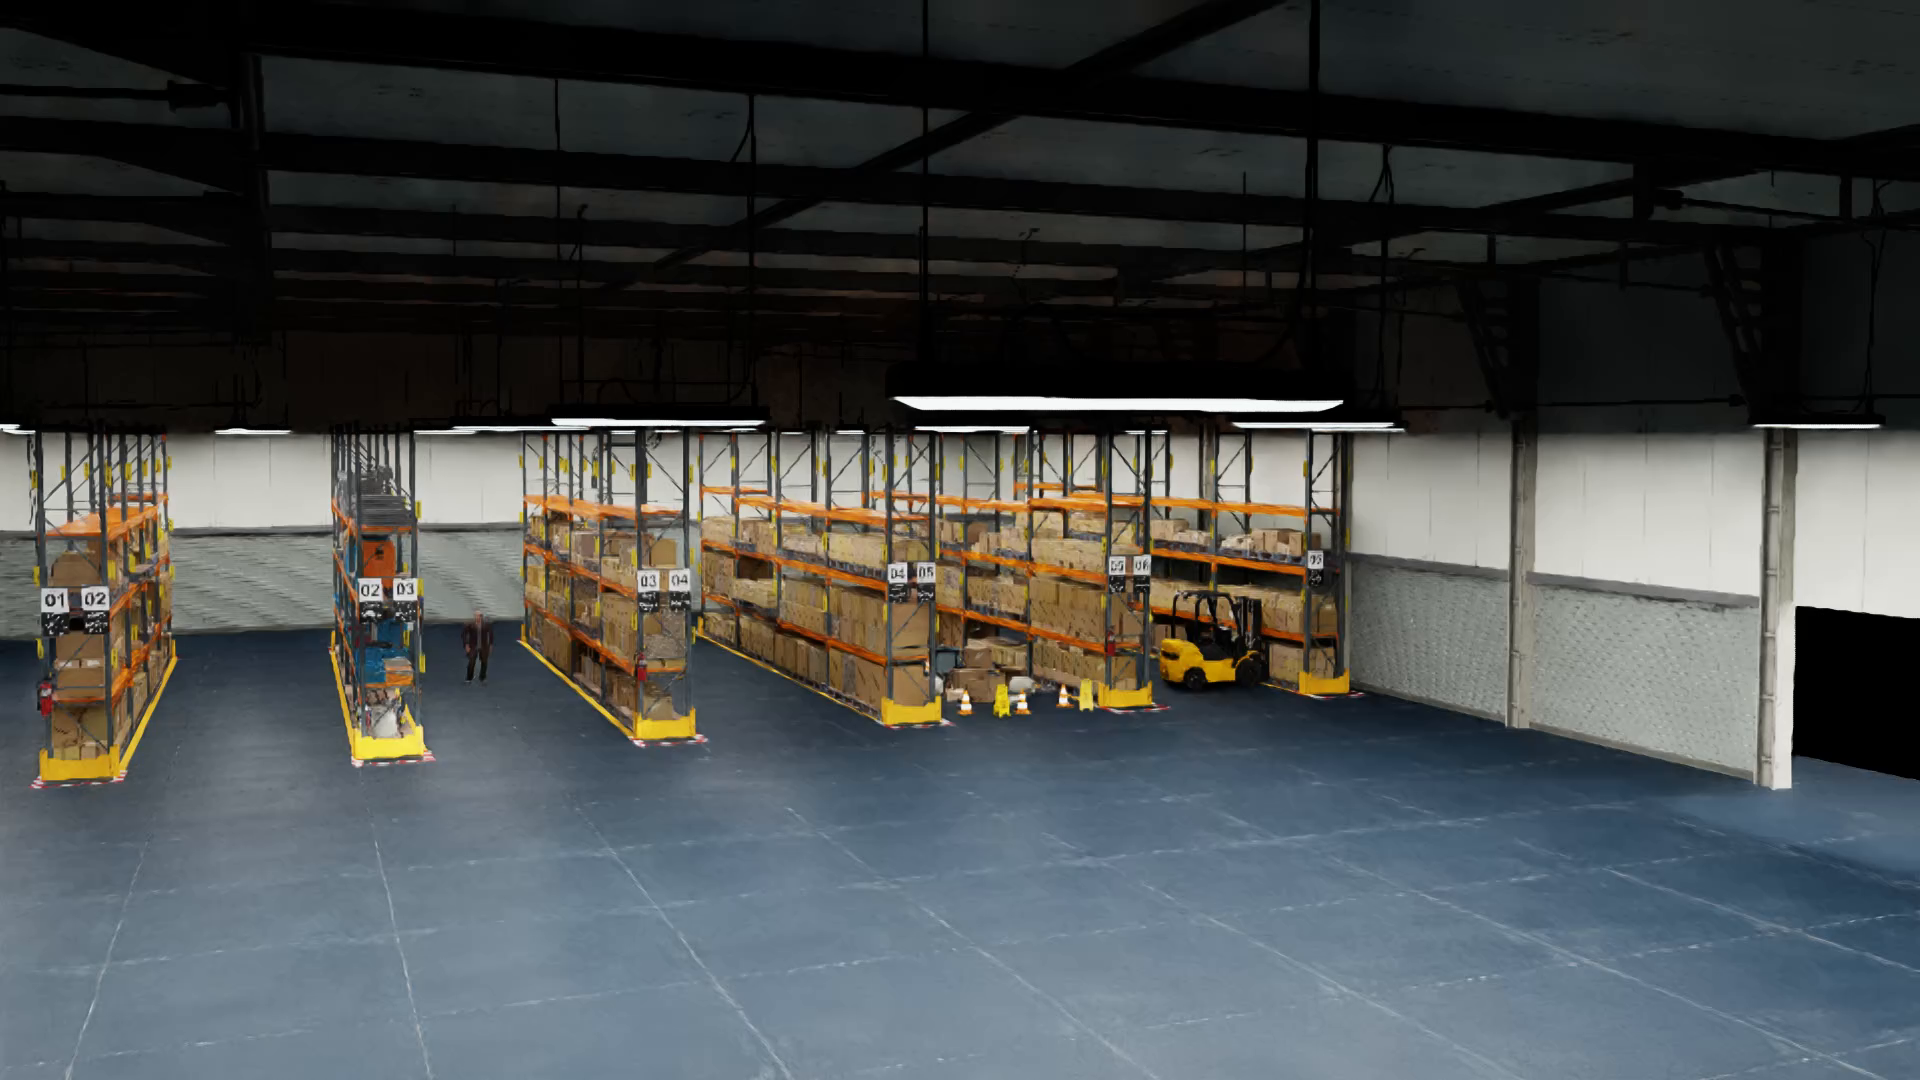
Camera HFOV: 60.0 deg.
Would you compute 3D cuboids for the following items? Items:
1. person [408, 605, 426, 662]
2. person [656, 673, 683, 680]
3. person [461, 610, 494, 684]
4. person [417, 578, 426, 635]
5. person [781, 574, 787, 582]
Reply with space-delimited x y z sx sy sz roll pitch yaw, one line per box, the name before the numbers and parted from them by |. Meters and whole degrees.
person | -13.856 2.231 42.008 0.707 1.736 0.703 -3 5 -44
person | -6.885 2.419 39.070 0.569 1.708 1.033 -2 4 -30
person | -11.124 2.514 38.363 0.729 1.635 0.546 -2 4 -23
person | -15.734 1.916 47.847 0.461 1.655 0.646 1 4 20
person | -5.186 1.817 49.425 0.527 1.644 0.612 -3 4 -36
